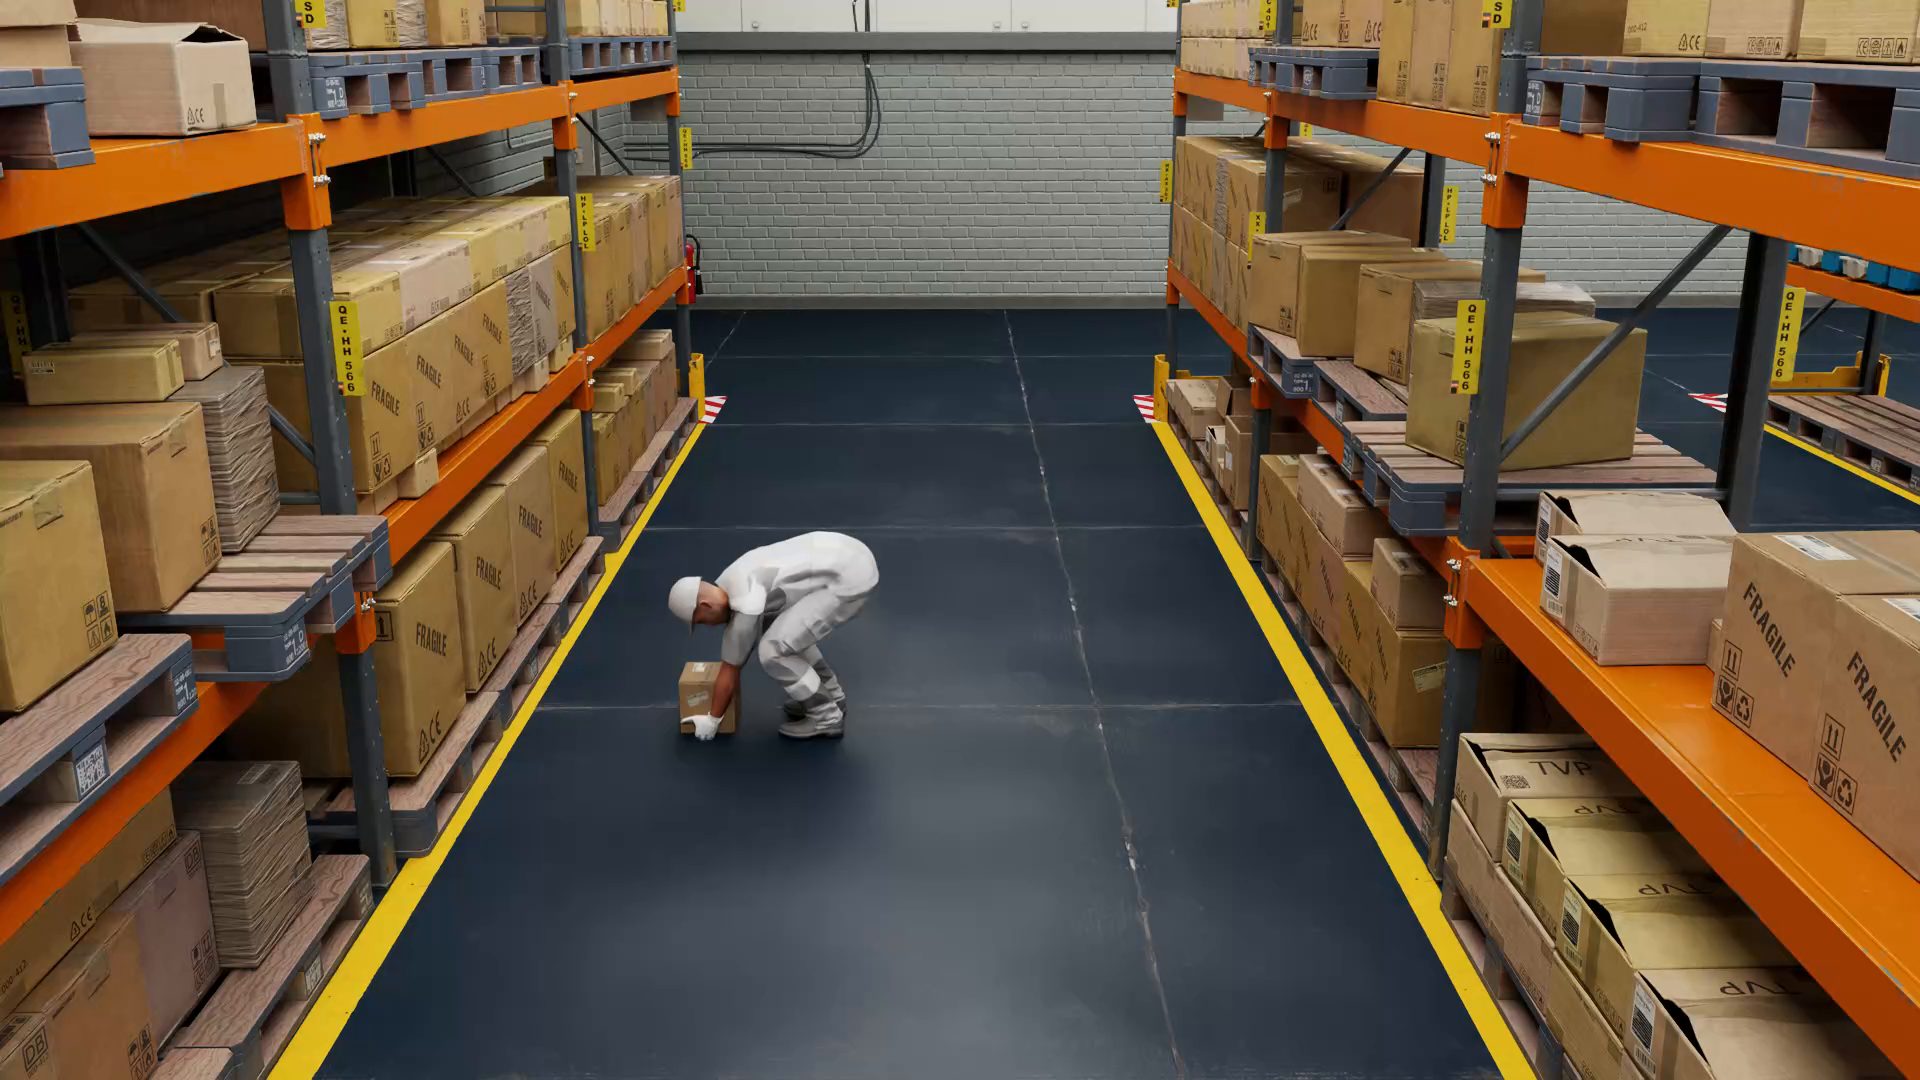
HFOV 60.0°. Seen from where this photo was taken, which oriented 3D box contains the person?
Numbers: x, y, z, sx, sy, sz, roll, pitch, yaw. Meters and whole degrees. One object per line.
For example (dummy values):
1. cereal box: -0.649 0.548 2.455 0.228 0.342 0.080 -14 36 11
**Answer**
1. person: -0.844 0.426 7.619 0.953 0.923 0.501 -1 17 -3
